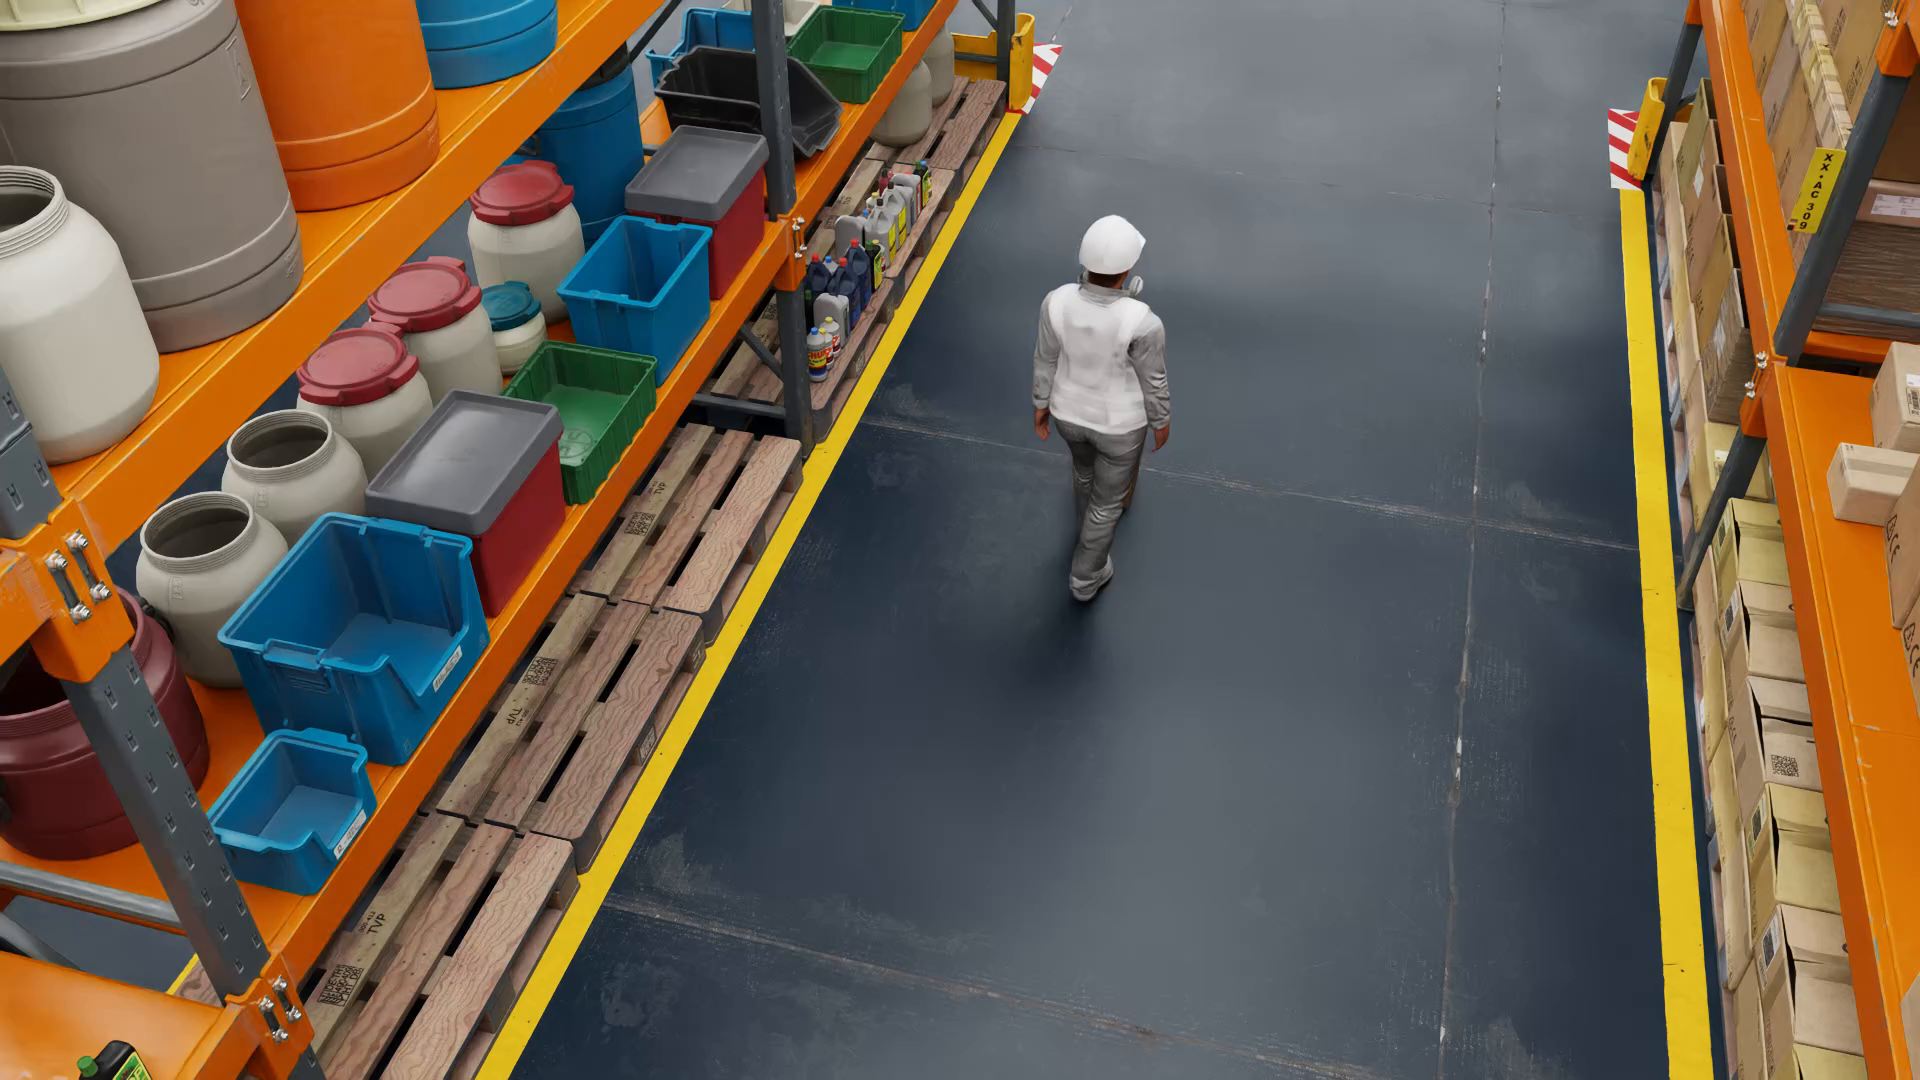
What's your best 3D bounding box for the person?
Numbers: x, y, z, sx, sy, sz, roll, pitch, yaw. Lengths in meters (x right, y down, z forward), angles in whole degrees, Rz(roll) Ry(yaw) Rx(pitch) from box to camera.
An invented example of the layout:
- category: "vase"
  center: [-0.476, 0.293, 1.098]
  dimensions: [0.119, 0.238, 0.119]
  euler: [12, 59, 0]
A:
- category: "person"
  center: [0.653, -0.604, 6.825]
  dimensions: [0.556, 1.761, 0.737]
  euler: [22, 45, 24]
